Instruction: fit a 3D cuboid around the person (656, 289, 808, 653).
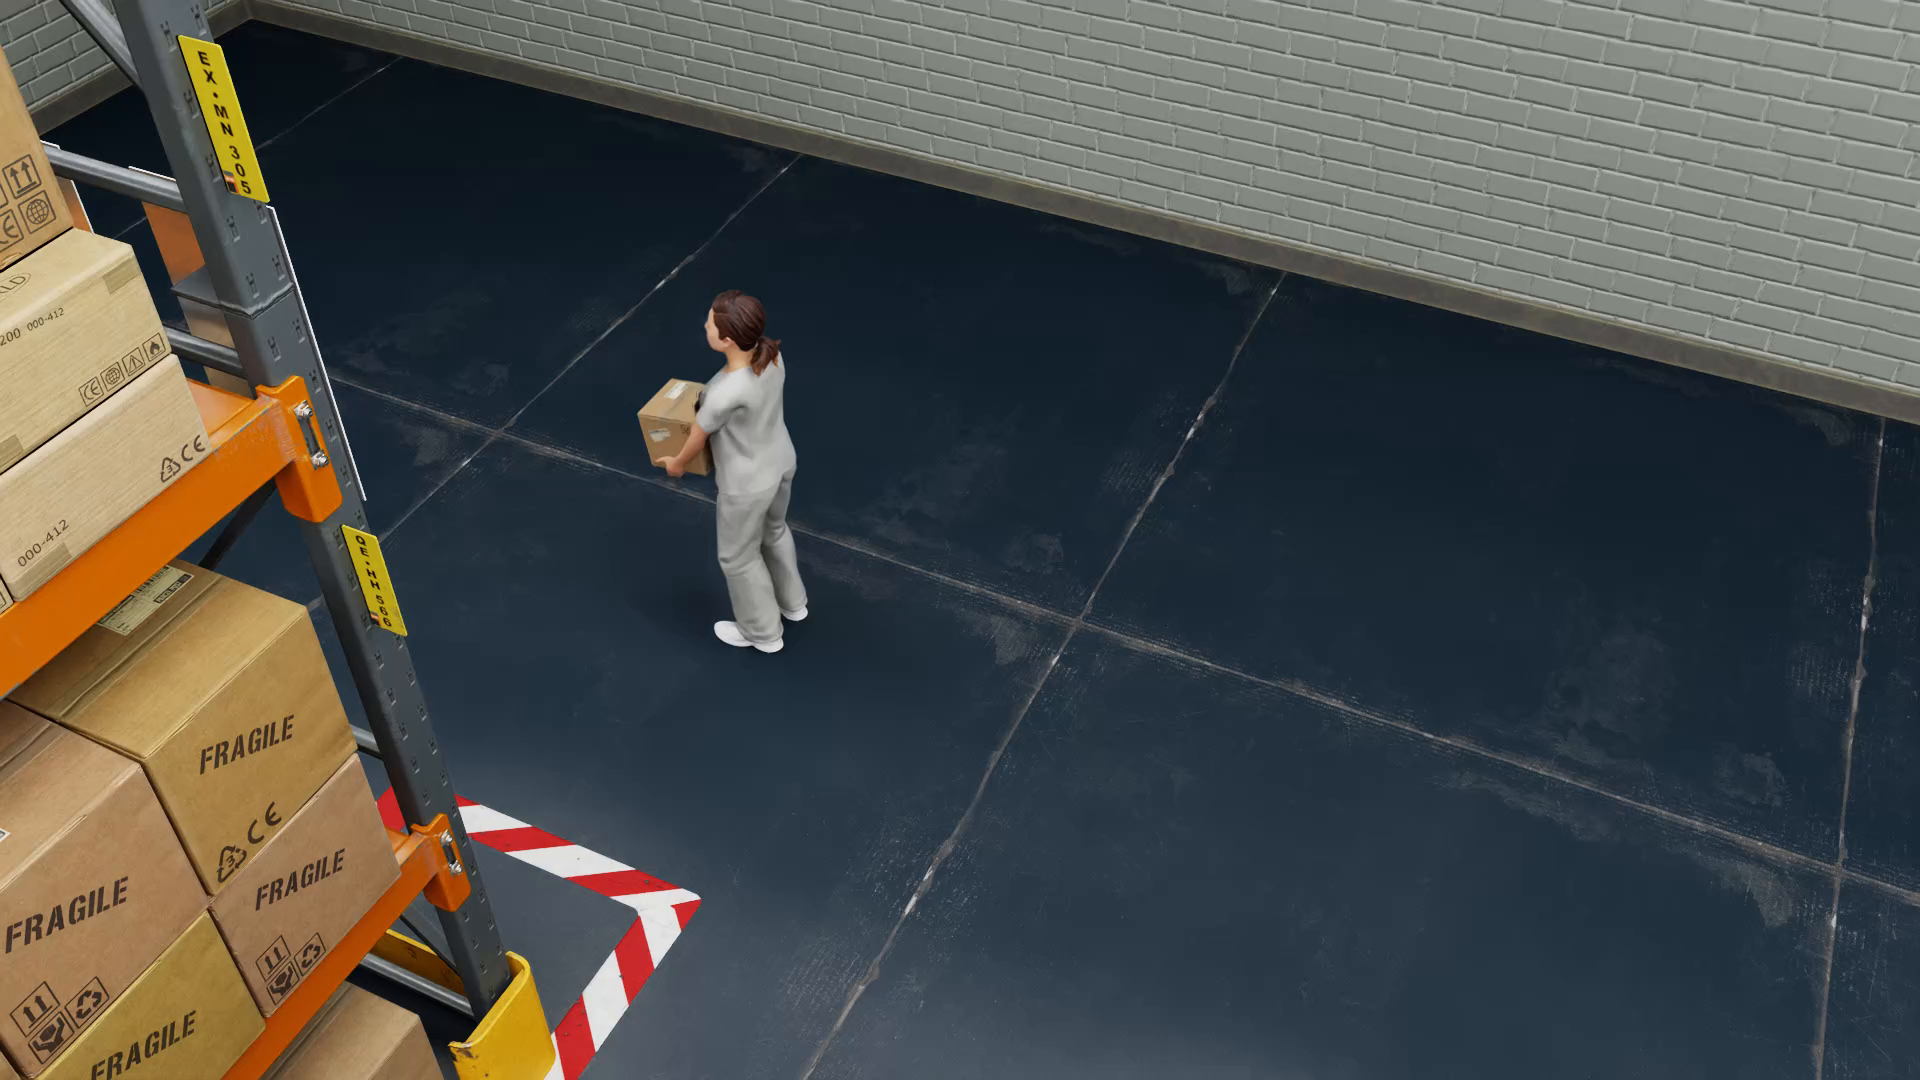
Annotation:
[{"bbox_3d":[-0.895,-0.269,6.481,0.505,1.650,0.409,17,45,18],"label":"person"}]
